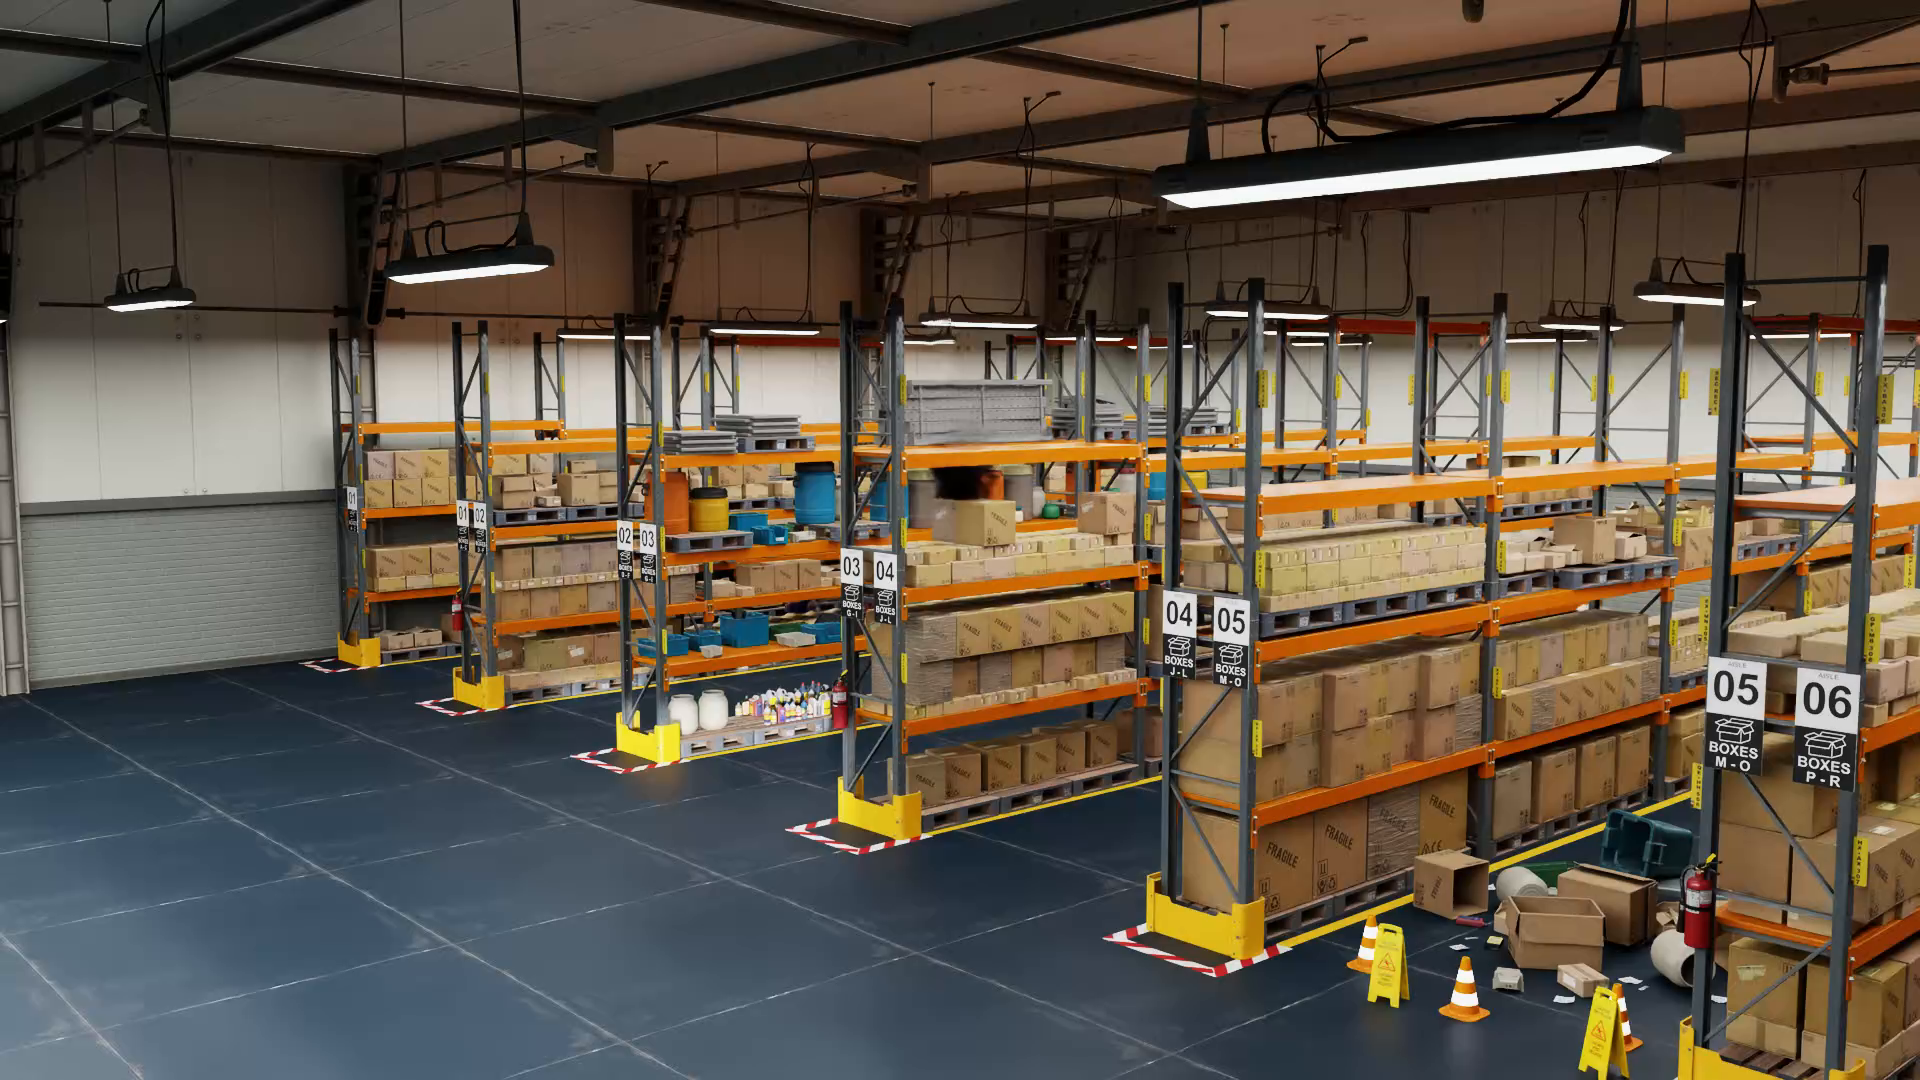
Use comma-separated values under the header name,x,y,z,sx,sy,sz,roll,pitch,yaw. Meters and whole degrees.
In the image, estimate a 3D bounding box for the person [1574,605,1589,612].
name,x,y,z,sx,sy,sz,roll,pitch,yaw
person,9.159,1.837,24.538,0.693,1.776,0.946,6,8,44

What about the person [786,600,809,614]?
name,x,y,z,sx,sy,sz,roll,pitch,yaw
person,-3.106,1.184,32.253,0.895,1.644,0.630,-4,7,-37
